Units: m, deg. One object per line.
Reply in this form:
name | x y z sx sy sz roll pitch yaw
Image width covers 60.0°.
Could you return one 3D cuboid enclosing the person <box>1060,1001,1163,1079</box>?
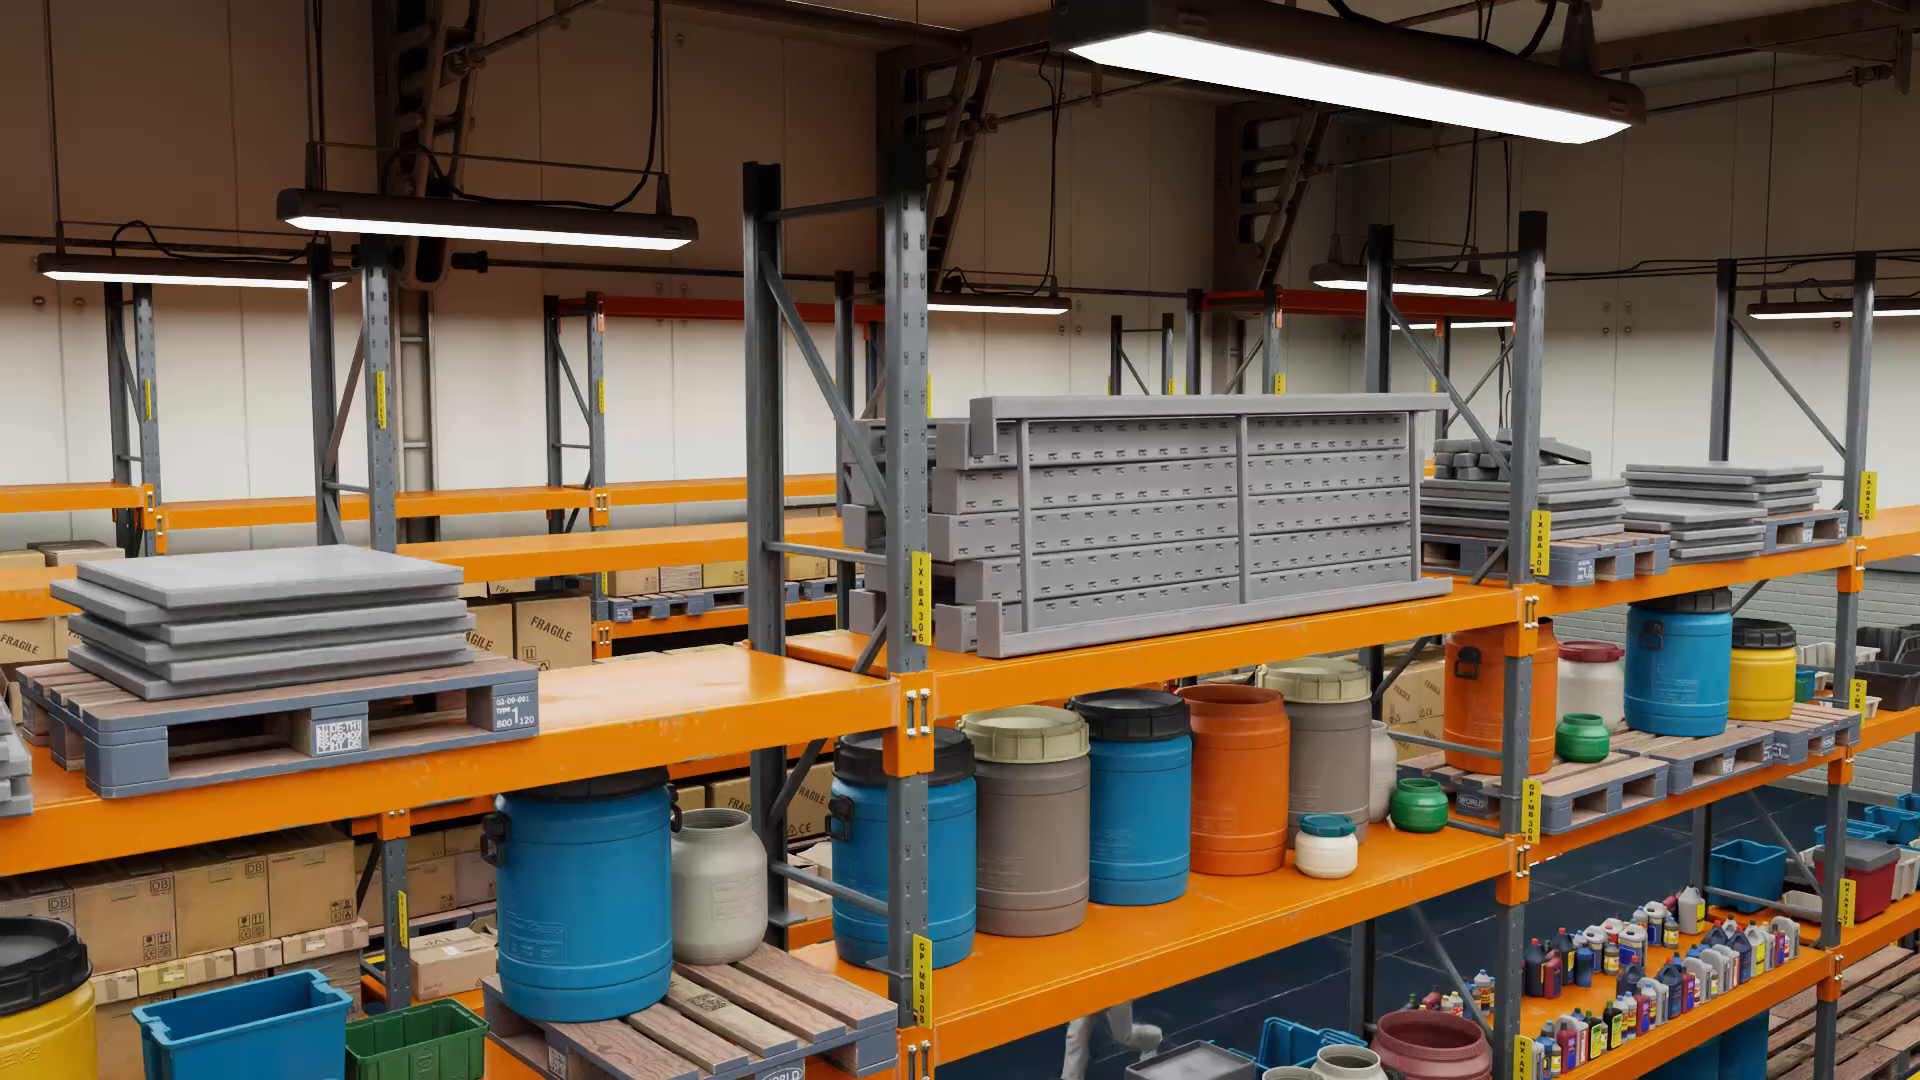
person | 1.068 3.209 11.851 0.536 1.673 1.125 5 8 43
